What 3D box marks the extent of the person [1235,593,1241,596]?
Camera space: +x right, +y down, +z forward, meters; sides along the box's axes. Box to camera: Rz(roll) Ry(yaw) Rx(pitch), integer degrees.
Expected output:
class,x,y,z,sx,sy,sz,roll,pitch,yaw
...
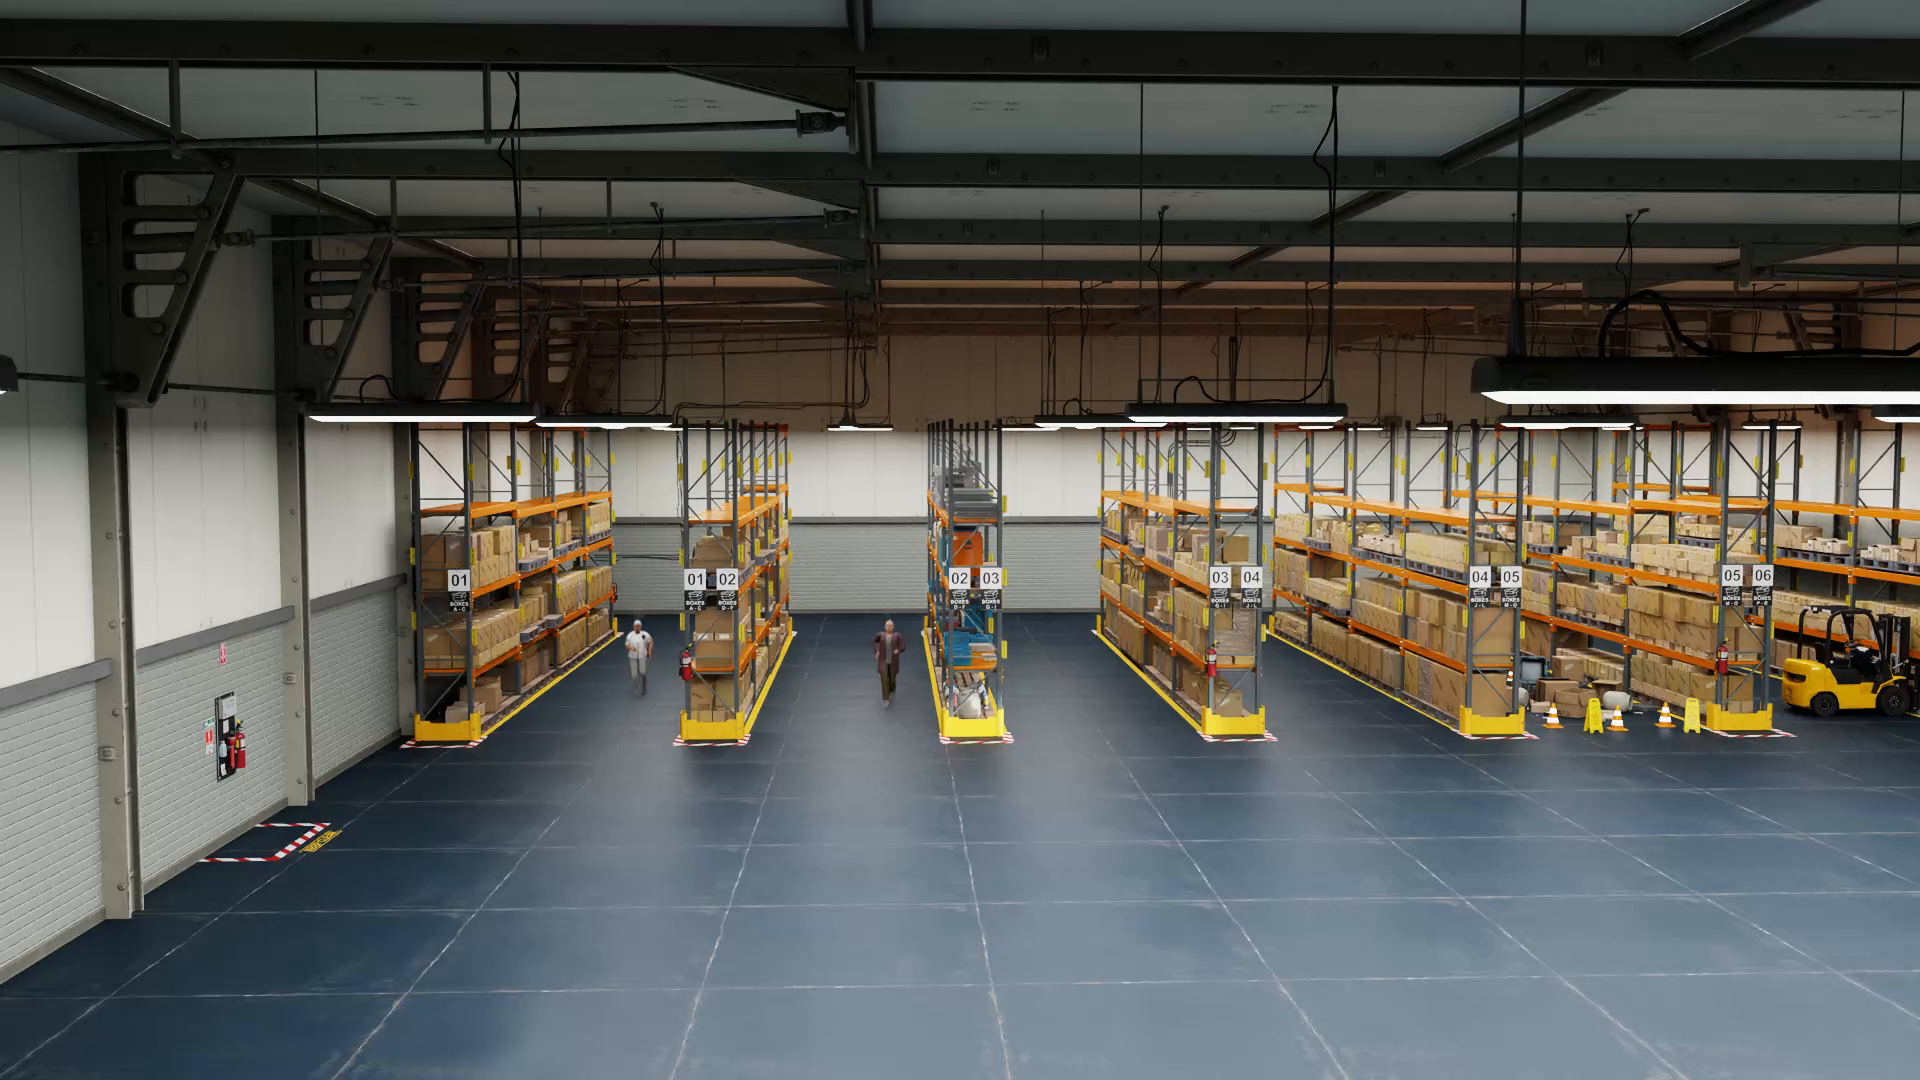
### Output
class,x,y,z,sx,sy,sz,roll,pitch,yaw
person,7.742,1.880,46.574,0.732,1.728,0.727,1,4,13

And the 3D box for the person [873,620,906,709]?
class,x,y,z,sx,sy,sz,roll,pitch,yaw
person,-1.492,2.584,35.020,0.707,1.794,1.049,0,4,0

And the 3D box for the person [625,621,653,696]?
class,x,y,z,sx,sy,sz,roll,pitch,yaw
person,-6.995,2.578,36.204,0.582,1.651,0.652,0,4,-5

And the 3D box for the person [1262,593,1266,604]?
class,x,y,z,sx,sy,sz,roll,pitch,yaw
person,7.931,1.970,44.821,0.636,1.817,0.858,0,4,3
